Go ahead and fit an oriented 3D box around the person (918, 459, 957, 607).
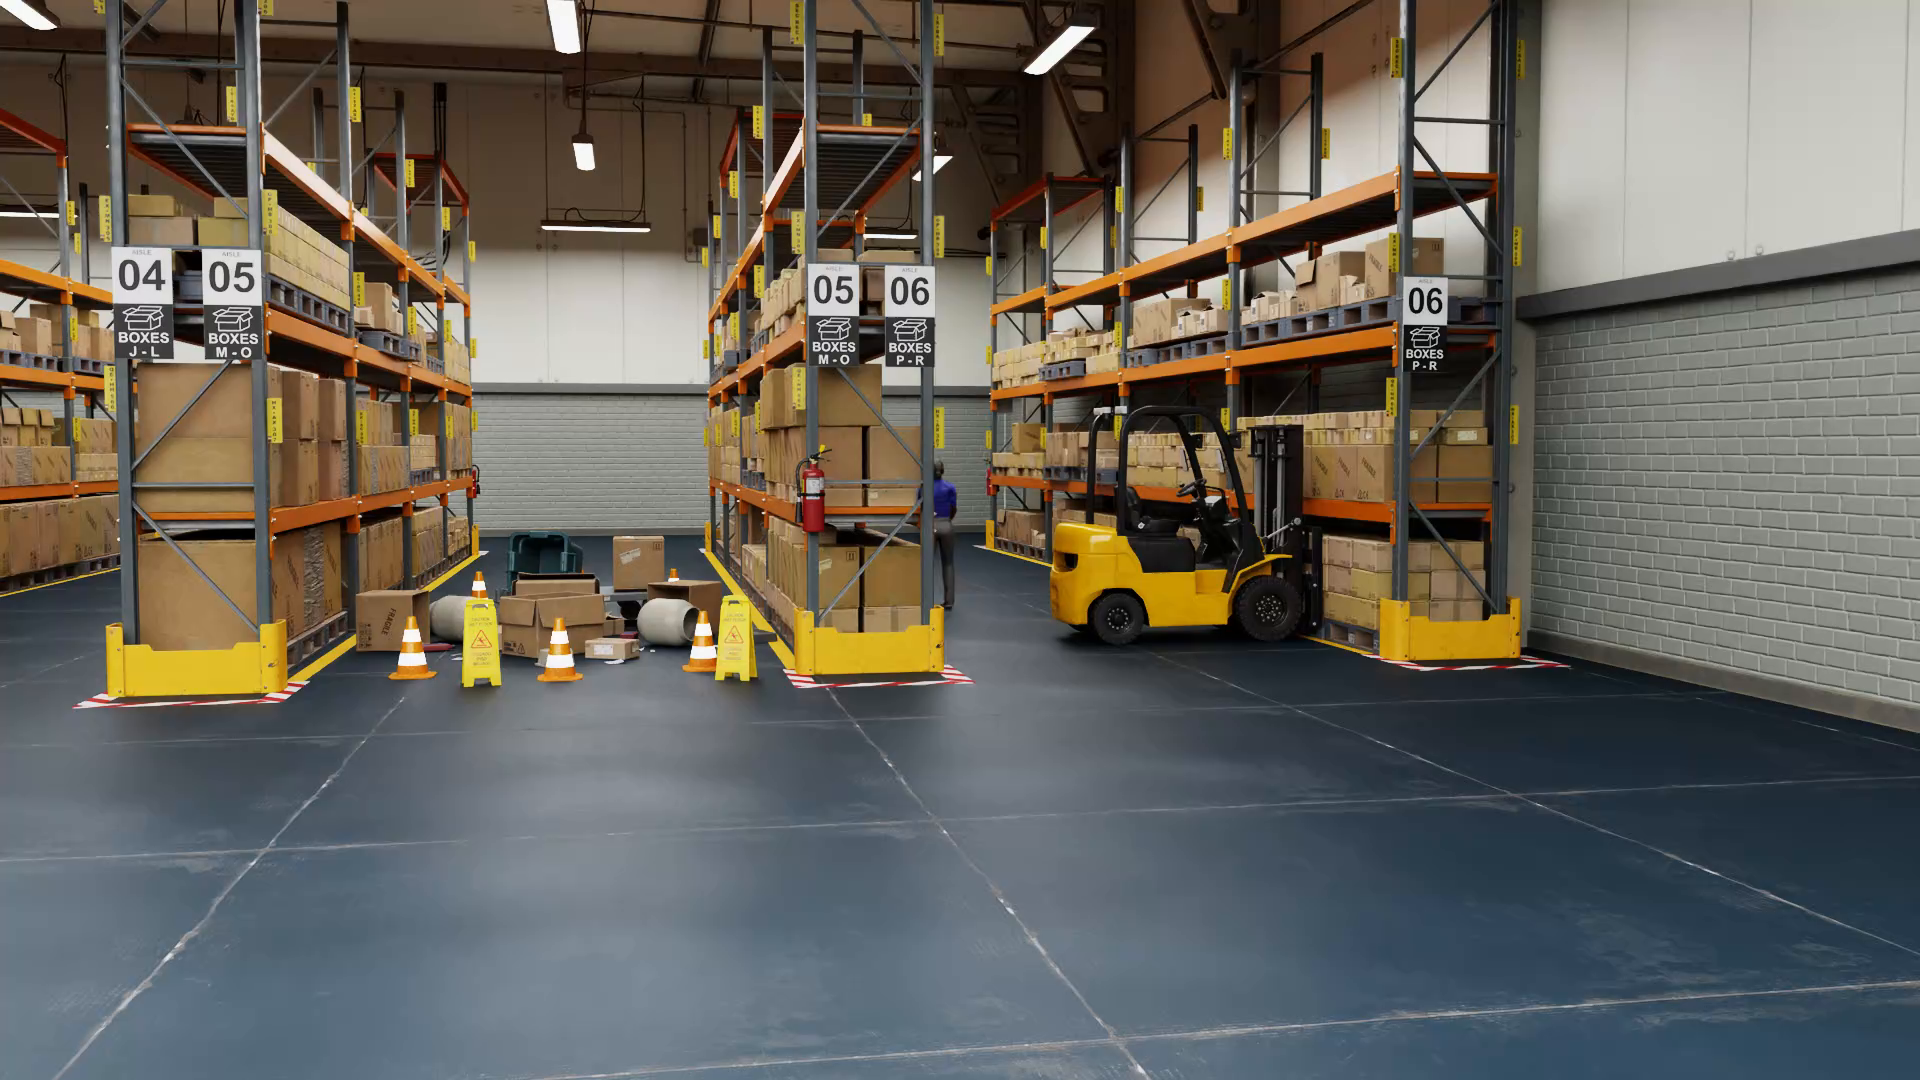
[{"bbox_3d":[-0.263,-0.076,18.588,0.456,1.655,0.507,0,3,-6],"label":"person"}]
